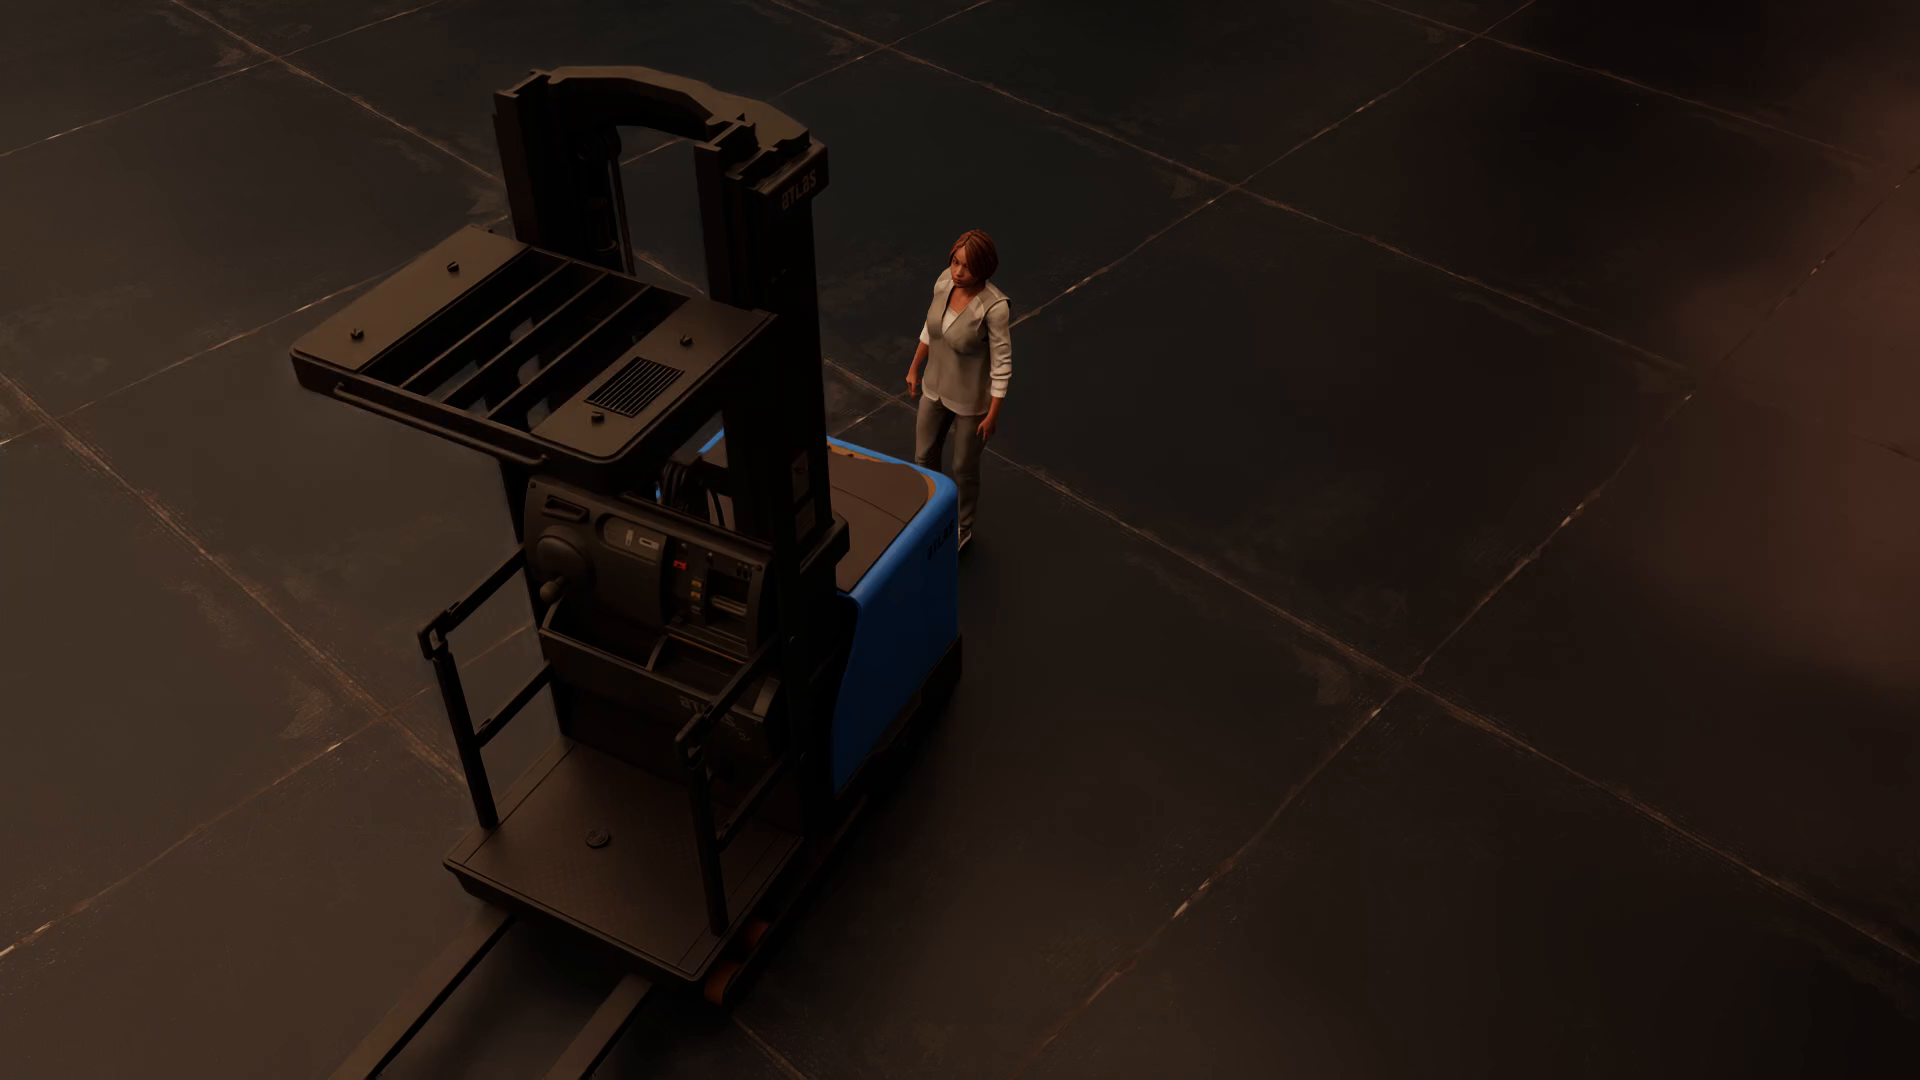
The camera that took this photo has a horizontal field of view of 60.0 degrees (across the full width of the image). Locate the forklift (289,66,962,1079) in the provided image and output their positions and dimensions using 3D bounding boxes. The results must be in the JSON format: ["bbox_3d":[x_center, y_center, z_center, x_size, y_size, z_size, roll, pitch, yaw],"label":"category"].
[{"bbox_3d":[-1.122,0.170,5.229,1.130,2.935,3.031,19,44,21],"label":"forklift"}]

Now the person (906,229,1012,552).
[{"bbox_3d":[-0.060,-0.582,7.120,0.521,1.599,0.473,31,49,31],"label":"person"}]
